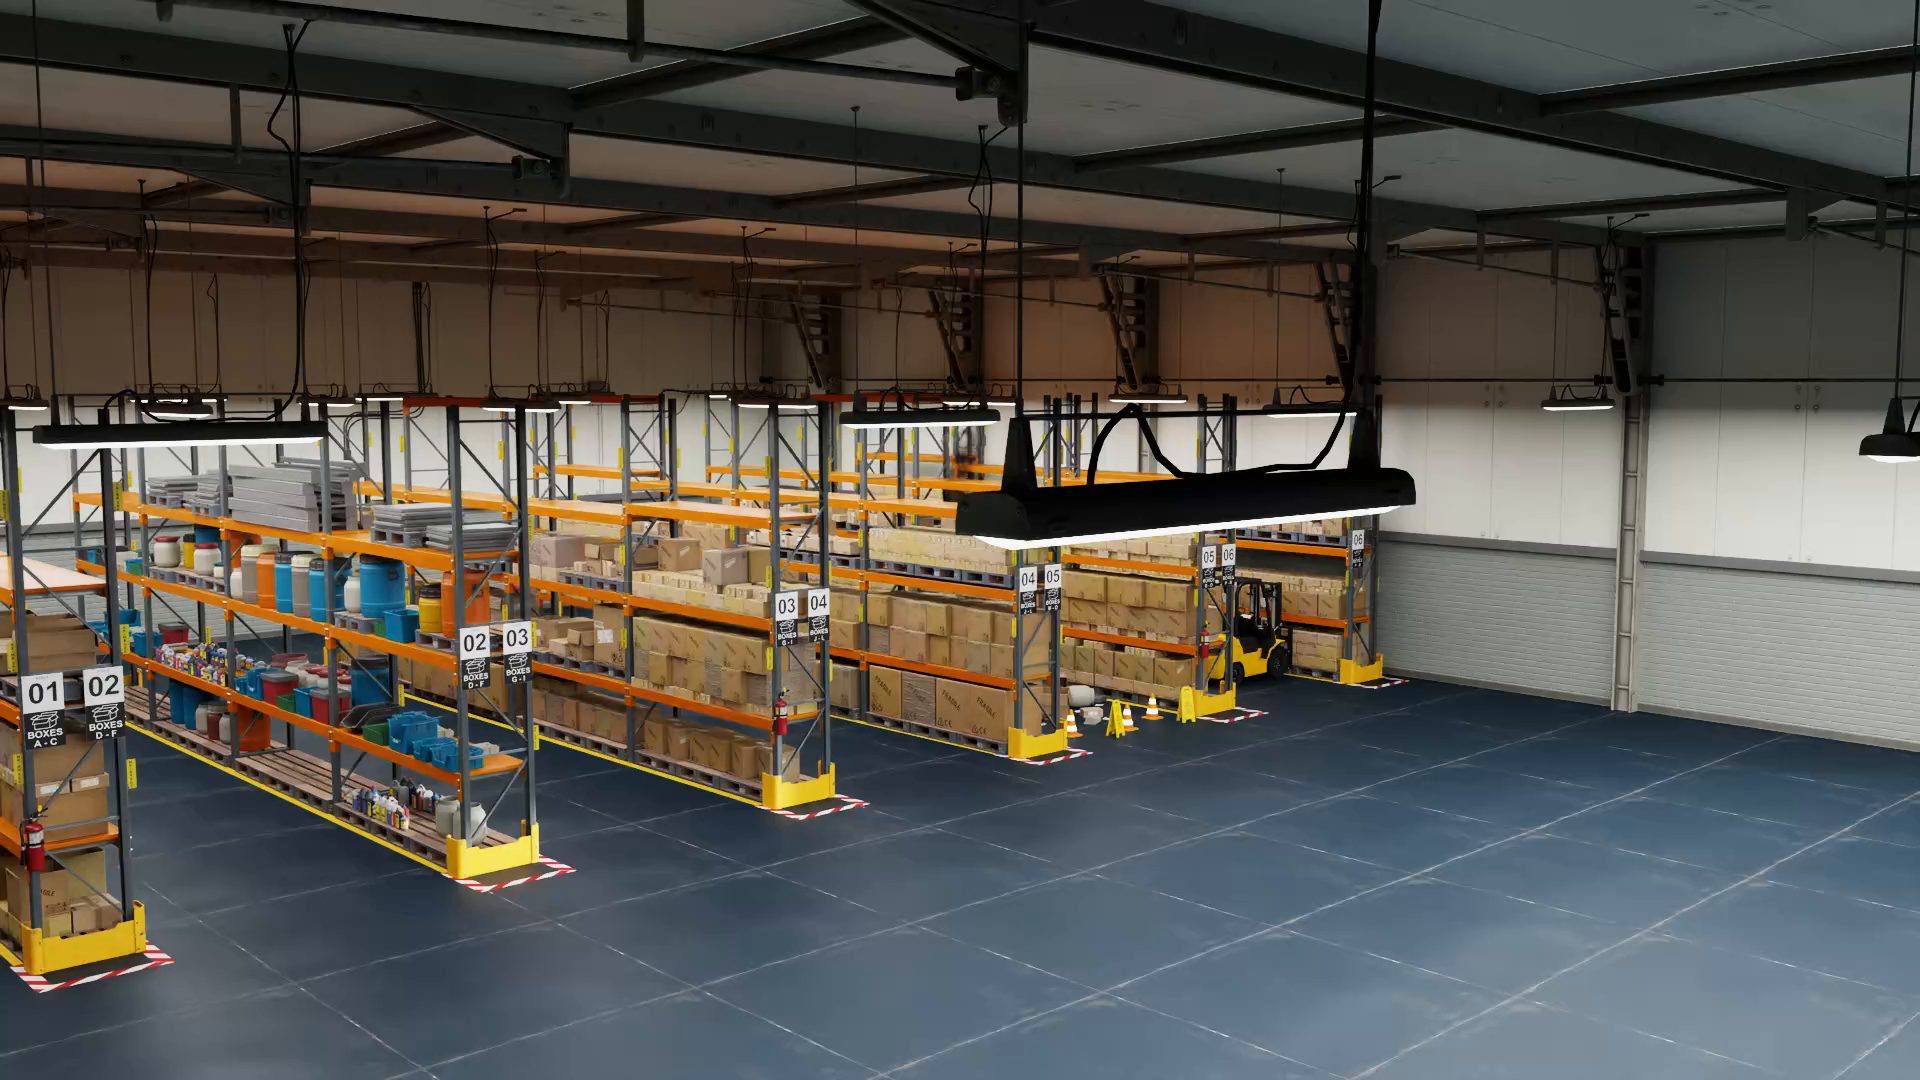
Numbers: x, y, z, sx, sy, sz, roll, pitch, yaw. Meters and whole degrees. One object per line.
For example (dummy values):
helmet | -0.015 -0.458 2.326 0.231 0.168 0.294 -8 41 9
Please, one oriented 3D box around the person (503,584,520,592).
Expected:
person | -10.846 1.633 40.082 0.712 1.657 0.820 4 7 39
